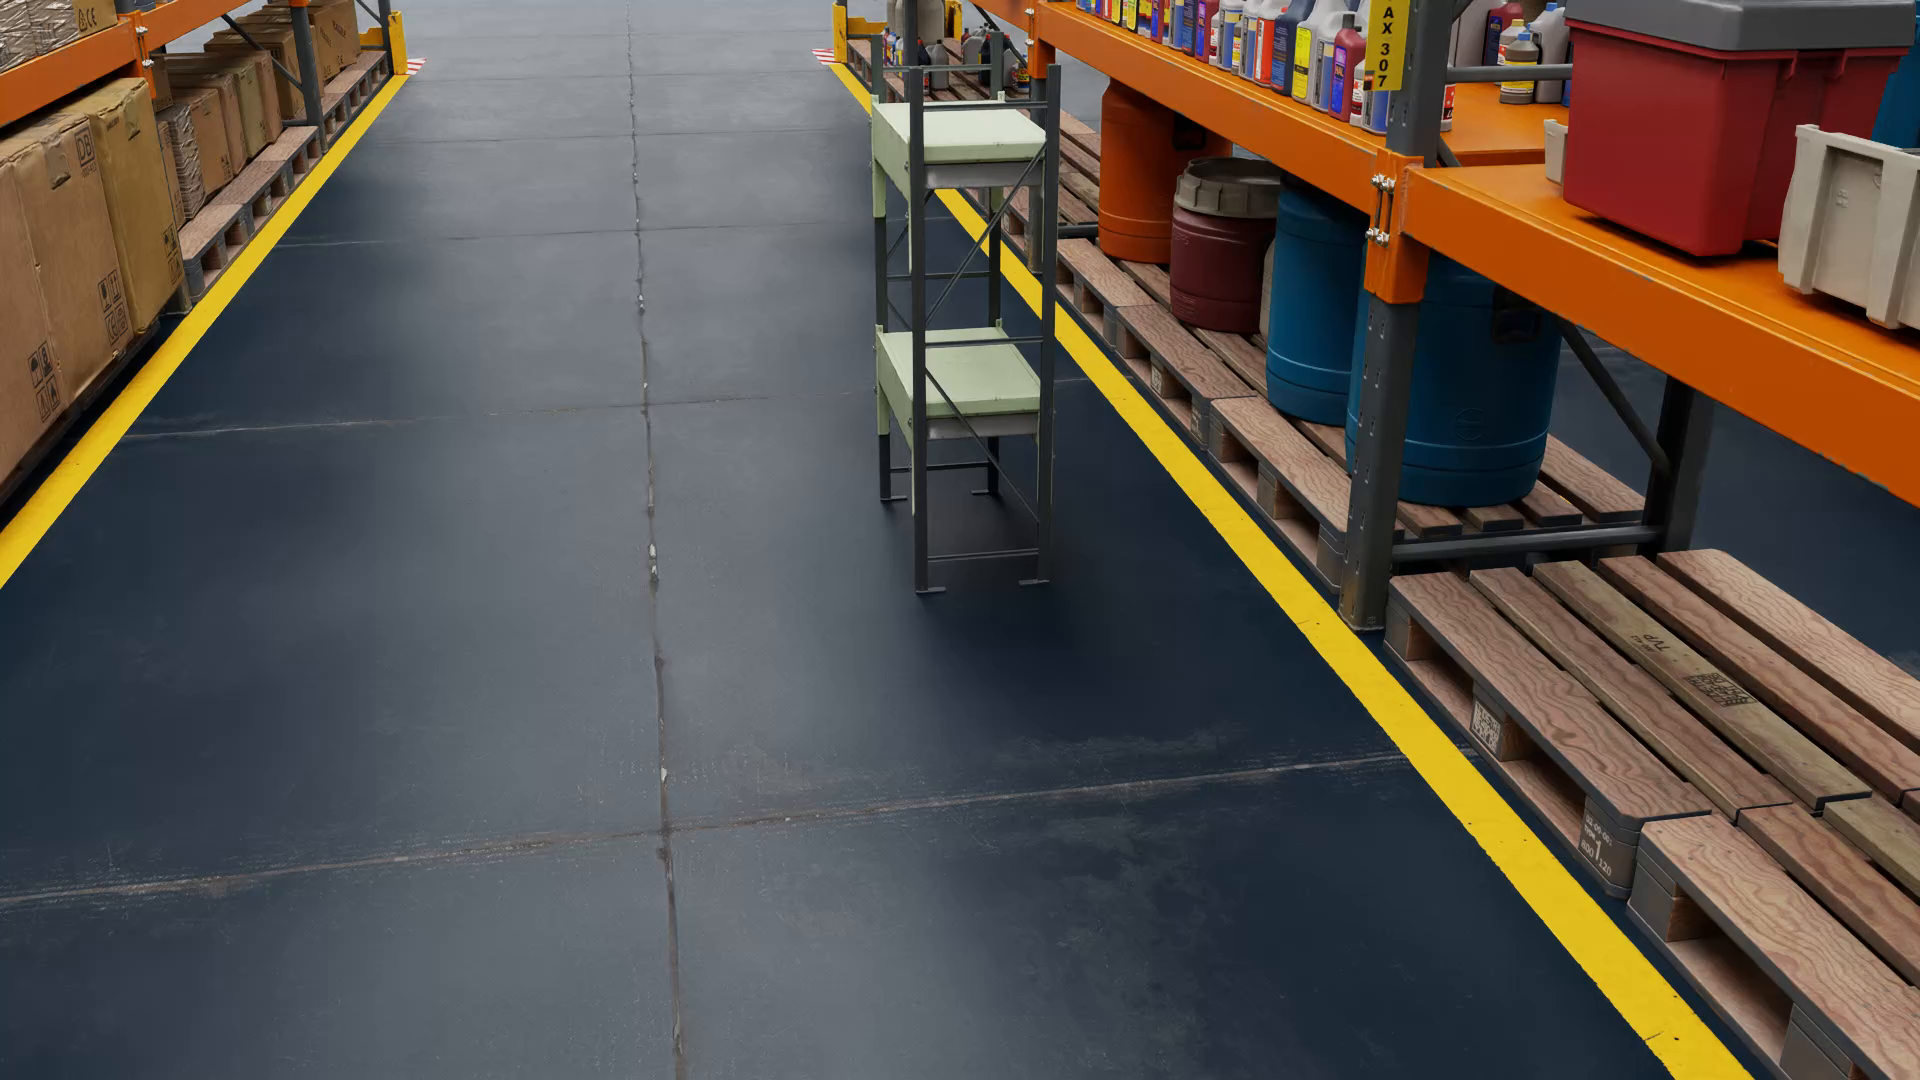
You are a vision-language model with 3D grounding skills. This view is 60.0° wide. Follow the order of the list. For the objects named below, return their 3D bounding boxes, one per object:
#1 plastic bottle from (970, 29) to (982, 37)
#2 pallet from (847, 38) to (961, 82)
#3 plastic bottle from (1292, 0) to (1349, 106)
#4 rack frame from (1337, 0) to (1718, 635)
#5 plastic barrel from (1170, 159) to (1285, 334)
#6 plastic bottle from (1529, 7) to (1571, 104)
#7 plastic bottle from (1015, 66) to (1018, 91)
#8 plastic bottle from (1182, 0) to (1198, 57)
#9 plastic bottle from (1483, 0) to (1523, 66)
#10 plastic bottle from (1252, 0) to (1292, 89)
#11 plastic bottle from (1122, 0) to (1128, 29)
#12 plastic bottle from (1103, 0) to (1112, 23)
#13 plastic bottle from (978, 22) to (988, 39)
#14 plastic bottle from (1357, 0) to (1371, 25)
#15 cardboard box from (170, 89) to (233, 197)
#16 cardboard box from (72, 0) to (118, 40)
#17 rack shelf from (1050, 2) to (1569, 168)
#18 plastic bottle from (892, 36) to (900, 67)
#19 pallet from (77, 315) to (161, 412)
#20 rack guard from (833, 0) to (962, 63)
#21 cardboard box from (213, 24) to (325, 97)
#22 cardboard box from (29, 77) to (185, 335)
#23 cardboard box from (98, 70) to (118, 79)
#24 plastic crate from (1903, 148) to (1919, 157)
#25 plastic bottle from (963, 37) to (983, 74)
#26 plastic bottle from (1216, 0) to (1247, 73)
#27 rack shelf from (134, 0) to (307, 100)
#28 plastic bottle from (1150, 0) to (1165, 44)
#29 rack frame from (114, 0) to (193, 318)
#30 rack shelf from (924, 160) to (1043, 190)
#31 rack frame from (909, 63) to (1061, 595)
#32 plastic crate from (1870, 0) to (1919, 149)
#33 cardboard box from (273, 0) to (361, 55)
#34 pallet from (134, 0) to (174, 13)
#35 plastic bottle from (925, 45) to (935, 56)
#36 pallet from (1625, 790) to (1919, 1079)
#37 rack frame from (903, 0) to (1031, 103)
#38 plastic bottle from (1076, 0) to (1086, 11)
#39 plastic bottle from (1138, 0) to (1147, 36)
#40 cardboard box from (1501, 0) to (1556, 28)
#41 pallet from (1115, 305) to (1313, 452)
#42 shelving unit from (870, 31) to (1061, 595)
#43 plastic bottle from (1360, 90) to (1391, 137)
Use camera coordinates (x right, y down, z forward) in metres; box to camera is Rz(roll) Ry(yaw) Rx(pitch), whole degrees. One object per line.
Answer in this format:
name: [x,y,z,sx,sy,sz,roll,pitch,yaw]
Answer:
plastic bottle: [0.152,-4.054,13.637,0.152,0.276,0.135,-4,24,-9]
pallet: [-0.433,-4.267,14.756,1.003,0.211,1.213,-4,24,-10]
plastic bottle: [1.089,-1.486,4.966,0.144,0.351,0.185,-4,24,-10]
rack frame: [1.581,-1.171,4.184,1.000,3.000,0.127,-4,24,-10]
plastic barrel: [1.157,-1.197,6.730,0.600,0.588,0.708,-4,24,-10]
plastic bottle: [1.802,-1.469,5.020,0.152,0.276,0.135,-4,24,-10]
plastic bottle: [0.455,-3.435,12.314,0.097,0.201,0.097,0,24,0]
plastic bottle: [0.886,-1.919,5.958,0.144,0.351,0.185,-4,24,-10]
plastic bottle: [1.768,-1.643,5.410,0.061,0.283,0.133,-4,24,-10]
plastic bottle: [1.030,-1.588,5.292,0.152,0.276,0.135,-4,24,-10]
plastic bottle: [0.708,-2.177,6.736,0.097,0.201,0.097,0,24,0]
plastic bottle: [0.689,-2.312,6.950,0.152,0.276,0.135,-4,24,-10]
plastic bottle: [0.212,-3.968,13.349,0.144,0.351,0.185,-3,24,-8]
plastic bottle: [1.231,-1.497,4.991,0.144,0.351,0.185,-4,24,-10]
cardboard box: [-4.397,-2.136,8.966,0.700,0.500,0.500,-2,24,-5]
cardboard box: [-3.691,-2.248,6.525,0.500,0.500,0.500,-4,24,-8]
rack shelf: [1.211,-1.718,6.090,0.919,0.124,3.809,-4,24,-10]
plastic bottle: [-0.490,-3.853,13.182,0.097,0.271,0.097,0,24,0]
pallet: [-3.955,-0.784,6.782,1.003,0.211,1.213,-4,24,-10]
rack guard: [-0.578,-4.719,15.431,1.175,0.500,0.348,-4,24,-10]
cardboard box: [-4.914,-3.383,11.847,0.500,0.500,0.500,3,24,7]
cardboard box: [-3.919,-1.324,6.663,1.225,0.875,0.875,-5,24,-12]
cardboard box: [-4.180,-2.039,7.808,0.500,0.250,0.500,-3,24,-8]
plastic crate: [6.597,-1.958,5.624,10.364,0.629,4.185,-4,24,-10]
plastic bottle: [0.106,-3.840,13.148,0.152,0.276,0.135,-4,24,-10]
plastic bottle: [0.962,-1.732,5.622,0.152,0.276,0.135,-4,24,-10]
rack shelf: [-4.396,-2.835,8.892,1.077,0.370,4.000,-4,24,-10]
plastic bottle: [0.772,-2.039,6.317,0.061,0.283,0.133,-4,24,-10]
rack frame: [-4.026,-2.378,6.947,1.000,3.000,0.127,-4,24,-10]
rack shelf: [-0.001,-1.113,4.771,0.332,0.071,0.664,-4,24,-10]
rack frame: [0.066,-0.546,4.626,0.400,1.500,0.023,-4,24,-10]
plastic crate: [2.002,-1.033,3.813,0.392,0.384,0.575,-4,24,-10]
cardboard box: [-5.407,-4.325,14.003,0.500,0.500,0.500,0,24,0]
pallet: [-4.263,-2.563,7.609,1.213,0.211,1.003,-4,24,-10]
plastic bottle: [-0.195,-3.600,12.598,0.152,0.276,0.135,-4,24,-10]
pallet: [1.984,0.874,2.985,1.003,0.211,1.213,-4,24,-10]
rack frame: [0.102,-4.318,11.389,1.000,3.000,0.127,-4,24,-10]
plastic bottle: [0.604,-2.494,7.367,0.152,0.276,0.135,-4,24,-10]
plastic bottle: [0.751,-2.119,6.514,0.097,0.271,0.097,0,24,0]
cardboard box: [4.589,-4.323,13.374,0.500,0.500,0.500,-4,24,-10]
pallet: [1.250,-0.681,6.545,1.003,0.211,1.213,-4,24,-10]
shelving unit: [-0.001,-0.690,4.956,0.431,1.500,0.755,-4,24,-10]
plastic bottle: [1.190,-1.246,4.509,0.152,0.276,0.135,-4,24,-10]
